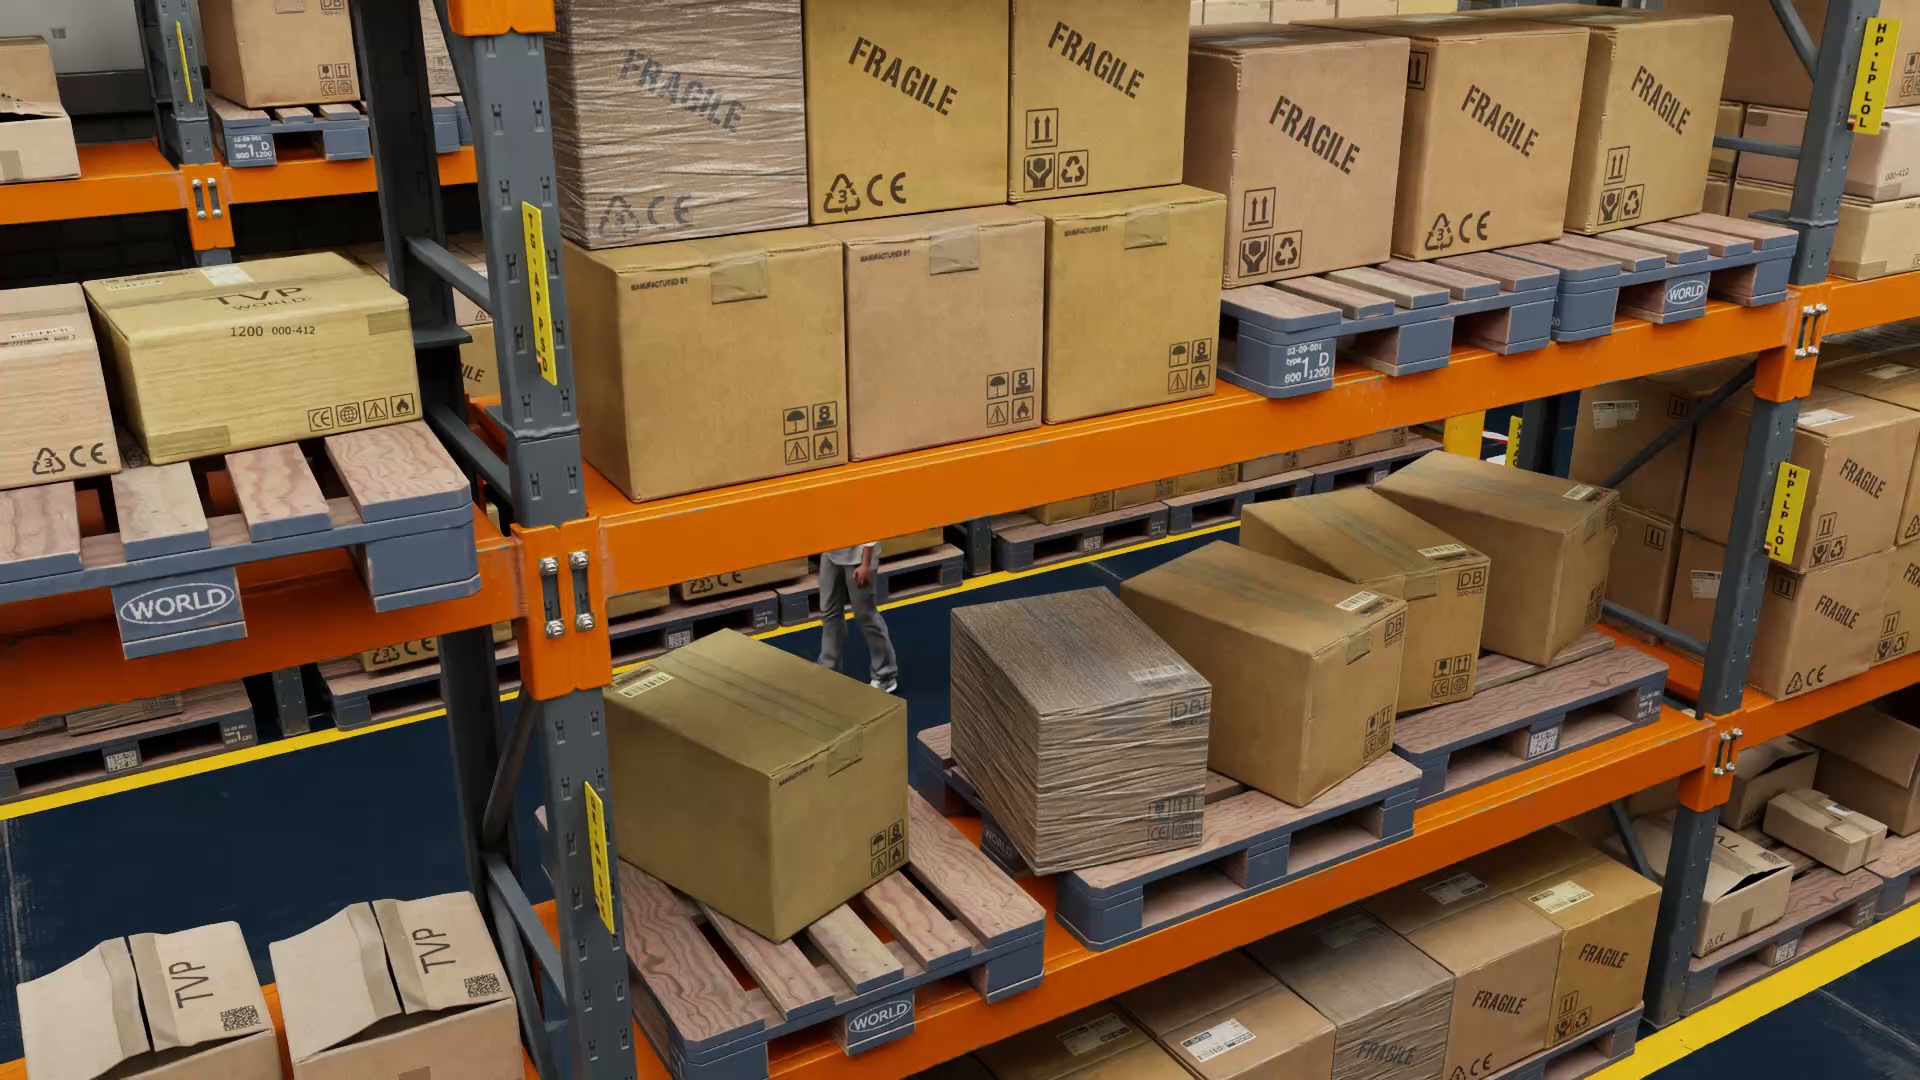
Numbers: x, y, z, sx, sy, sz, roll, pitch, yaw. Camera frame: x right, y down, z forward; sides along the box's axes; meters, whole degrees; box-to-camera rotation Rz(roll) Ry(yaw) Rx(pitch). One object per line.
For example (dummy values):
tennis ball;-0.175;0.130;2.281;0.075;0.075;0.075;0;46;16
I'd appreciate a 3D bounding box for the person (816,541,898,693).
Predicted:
person;-0.598;0.083;8.396;0.563;1.602;0.415;-12;25;-26
